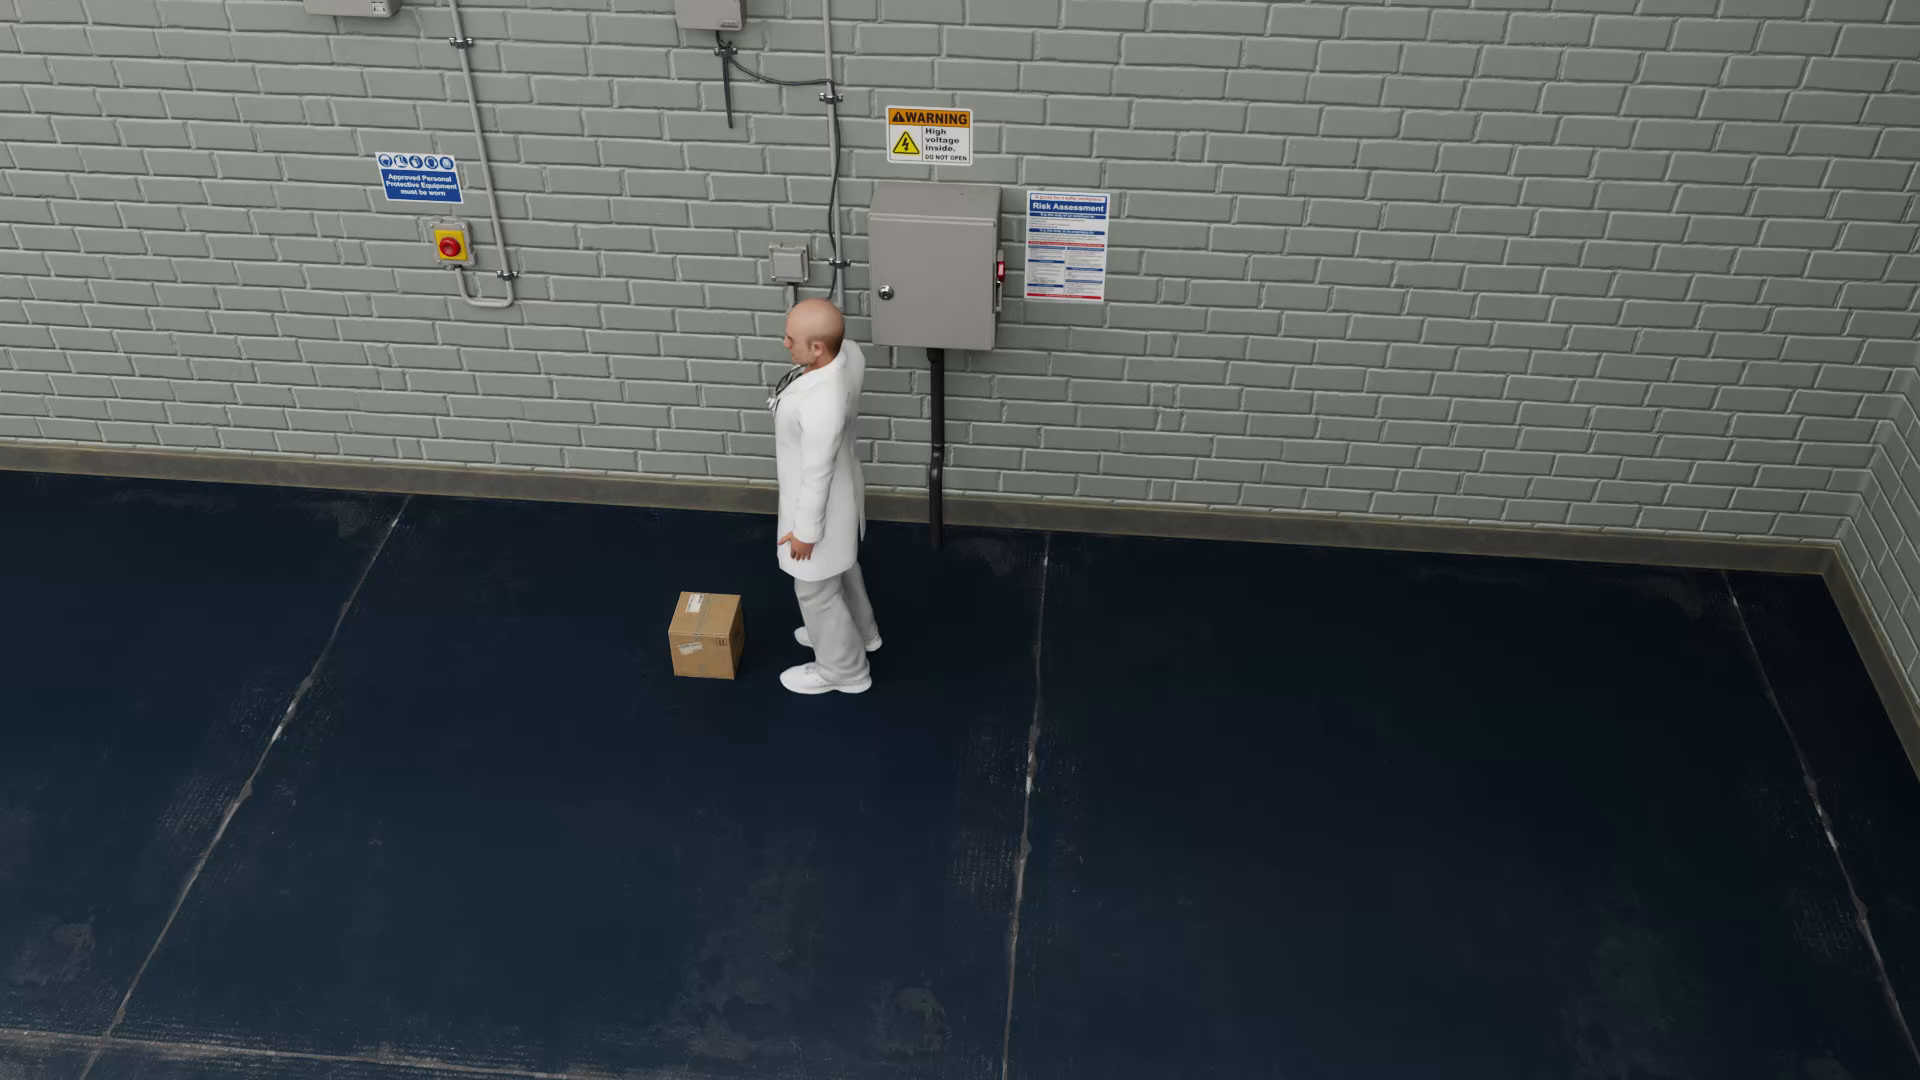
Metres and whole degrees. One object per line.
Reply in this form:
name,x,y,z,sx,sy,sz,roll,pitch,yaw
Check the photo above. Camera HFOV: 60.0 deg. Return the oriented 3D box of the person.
person,-0.536,-0.146,6.352,0.381,1.781,0.562,4,40,5
